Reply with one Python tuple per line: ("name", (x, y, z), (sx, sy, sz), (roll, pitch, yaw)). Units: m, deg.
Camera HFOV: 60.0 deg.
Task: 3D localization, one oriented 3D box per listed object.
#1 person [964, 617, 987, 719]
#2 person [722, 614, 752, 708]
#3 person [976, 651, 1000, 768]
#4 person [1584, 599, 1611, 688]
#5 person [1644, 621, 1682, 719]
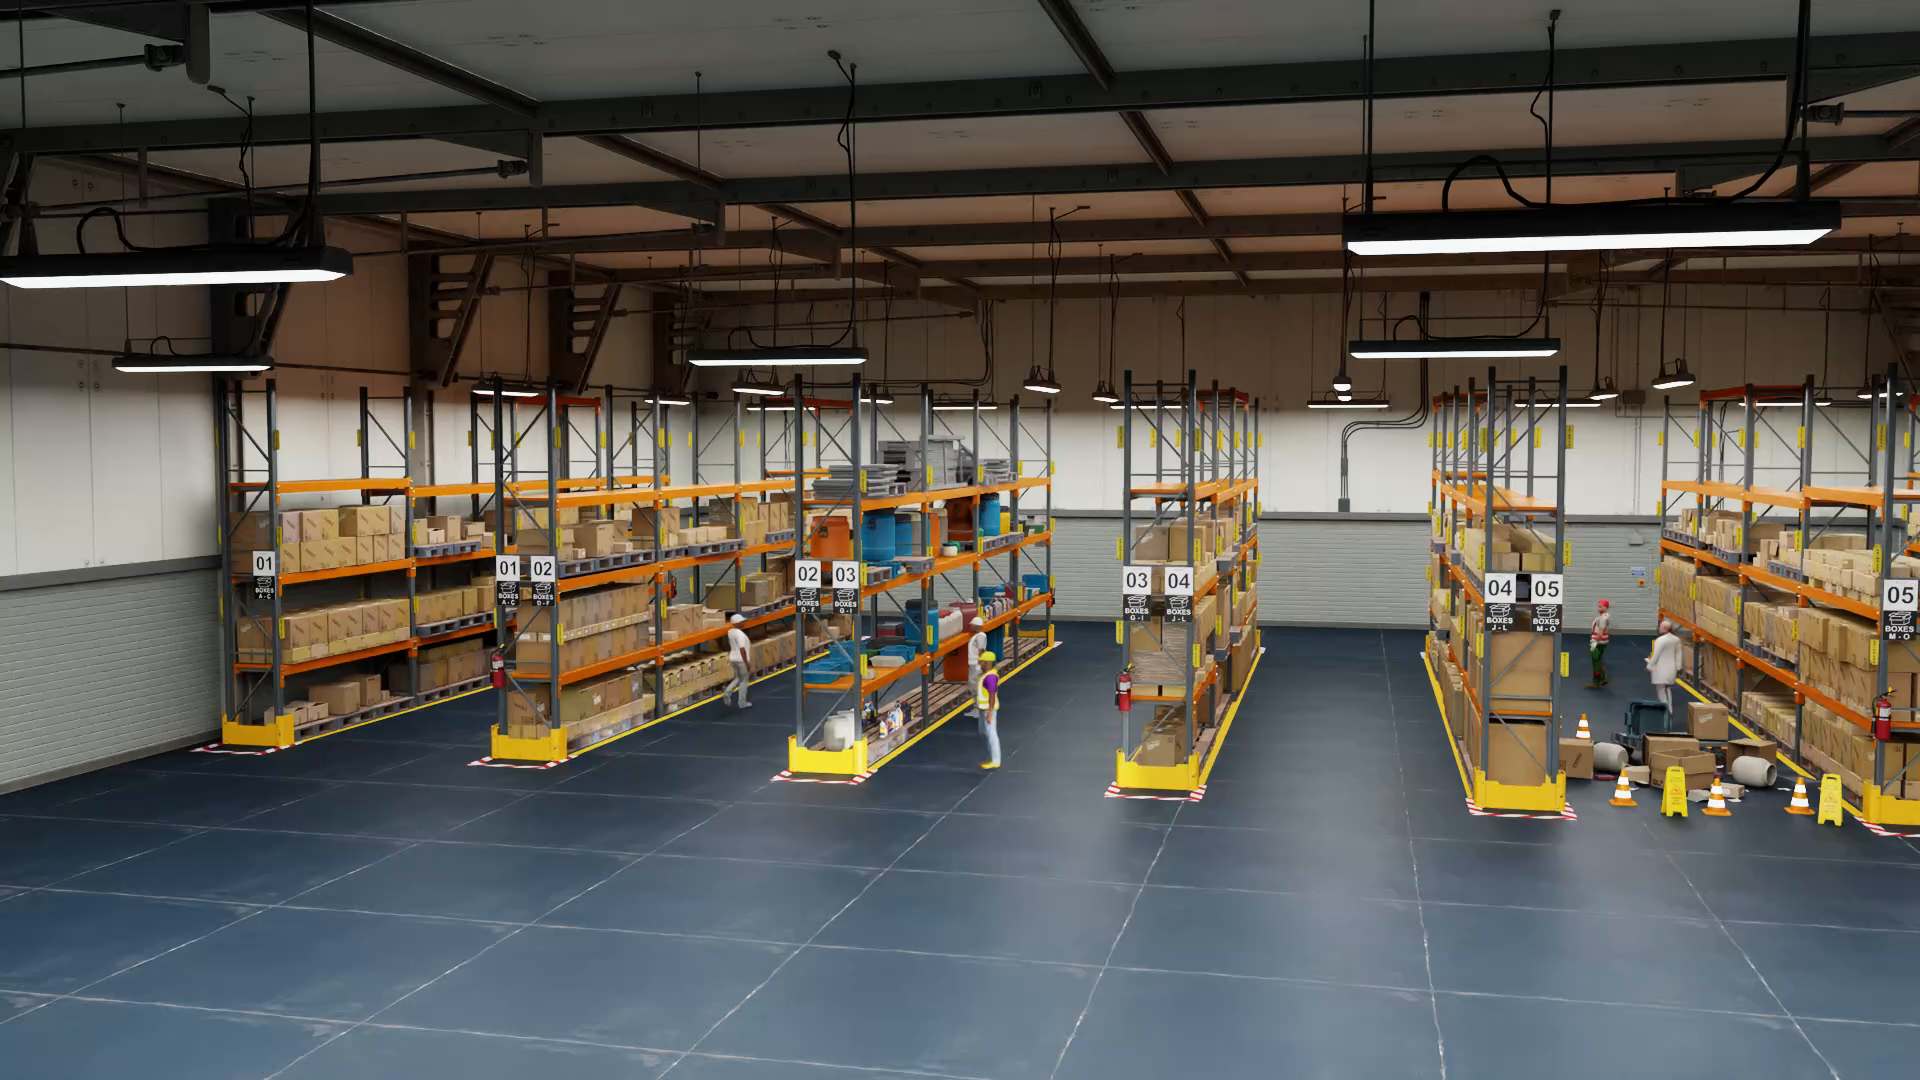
("person", (0.276, 2.302, 30.139), (0.408, 1.809, 0.614), (0, 3, -4))
("person", (-4.135, 2.253, 30.958), (0.579, 1.756, 0.603), (3, 5, 44))
("person", (0.429, 2.599, 25.390), (0.365, 1.799, 0.681), (-1, 3, -9))
("person", (12.881, 2.089, 33.551), (0.499, 1.790, 0.597), (3, 5, 43))
("person", (12.495, 2.346, 29.472), (0.639, 1.821, 0.580), (0, 3, -1))
